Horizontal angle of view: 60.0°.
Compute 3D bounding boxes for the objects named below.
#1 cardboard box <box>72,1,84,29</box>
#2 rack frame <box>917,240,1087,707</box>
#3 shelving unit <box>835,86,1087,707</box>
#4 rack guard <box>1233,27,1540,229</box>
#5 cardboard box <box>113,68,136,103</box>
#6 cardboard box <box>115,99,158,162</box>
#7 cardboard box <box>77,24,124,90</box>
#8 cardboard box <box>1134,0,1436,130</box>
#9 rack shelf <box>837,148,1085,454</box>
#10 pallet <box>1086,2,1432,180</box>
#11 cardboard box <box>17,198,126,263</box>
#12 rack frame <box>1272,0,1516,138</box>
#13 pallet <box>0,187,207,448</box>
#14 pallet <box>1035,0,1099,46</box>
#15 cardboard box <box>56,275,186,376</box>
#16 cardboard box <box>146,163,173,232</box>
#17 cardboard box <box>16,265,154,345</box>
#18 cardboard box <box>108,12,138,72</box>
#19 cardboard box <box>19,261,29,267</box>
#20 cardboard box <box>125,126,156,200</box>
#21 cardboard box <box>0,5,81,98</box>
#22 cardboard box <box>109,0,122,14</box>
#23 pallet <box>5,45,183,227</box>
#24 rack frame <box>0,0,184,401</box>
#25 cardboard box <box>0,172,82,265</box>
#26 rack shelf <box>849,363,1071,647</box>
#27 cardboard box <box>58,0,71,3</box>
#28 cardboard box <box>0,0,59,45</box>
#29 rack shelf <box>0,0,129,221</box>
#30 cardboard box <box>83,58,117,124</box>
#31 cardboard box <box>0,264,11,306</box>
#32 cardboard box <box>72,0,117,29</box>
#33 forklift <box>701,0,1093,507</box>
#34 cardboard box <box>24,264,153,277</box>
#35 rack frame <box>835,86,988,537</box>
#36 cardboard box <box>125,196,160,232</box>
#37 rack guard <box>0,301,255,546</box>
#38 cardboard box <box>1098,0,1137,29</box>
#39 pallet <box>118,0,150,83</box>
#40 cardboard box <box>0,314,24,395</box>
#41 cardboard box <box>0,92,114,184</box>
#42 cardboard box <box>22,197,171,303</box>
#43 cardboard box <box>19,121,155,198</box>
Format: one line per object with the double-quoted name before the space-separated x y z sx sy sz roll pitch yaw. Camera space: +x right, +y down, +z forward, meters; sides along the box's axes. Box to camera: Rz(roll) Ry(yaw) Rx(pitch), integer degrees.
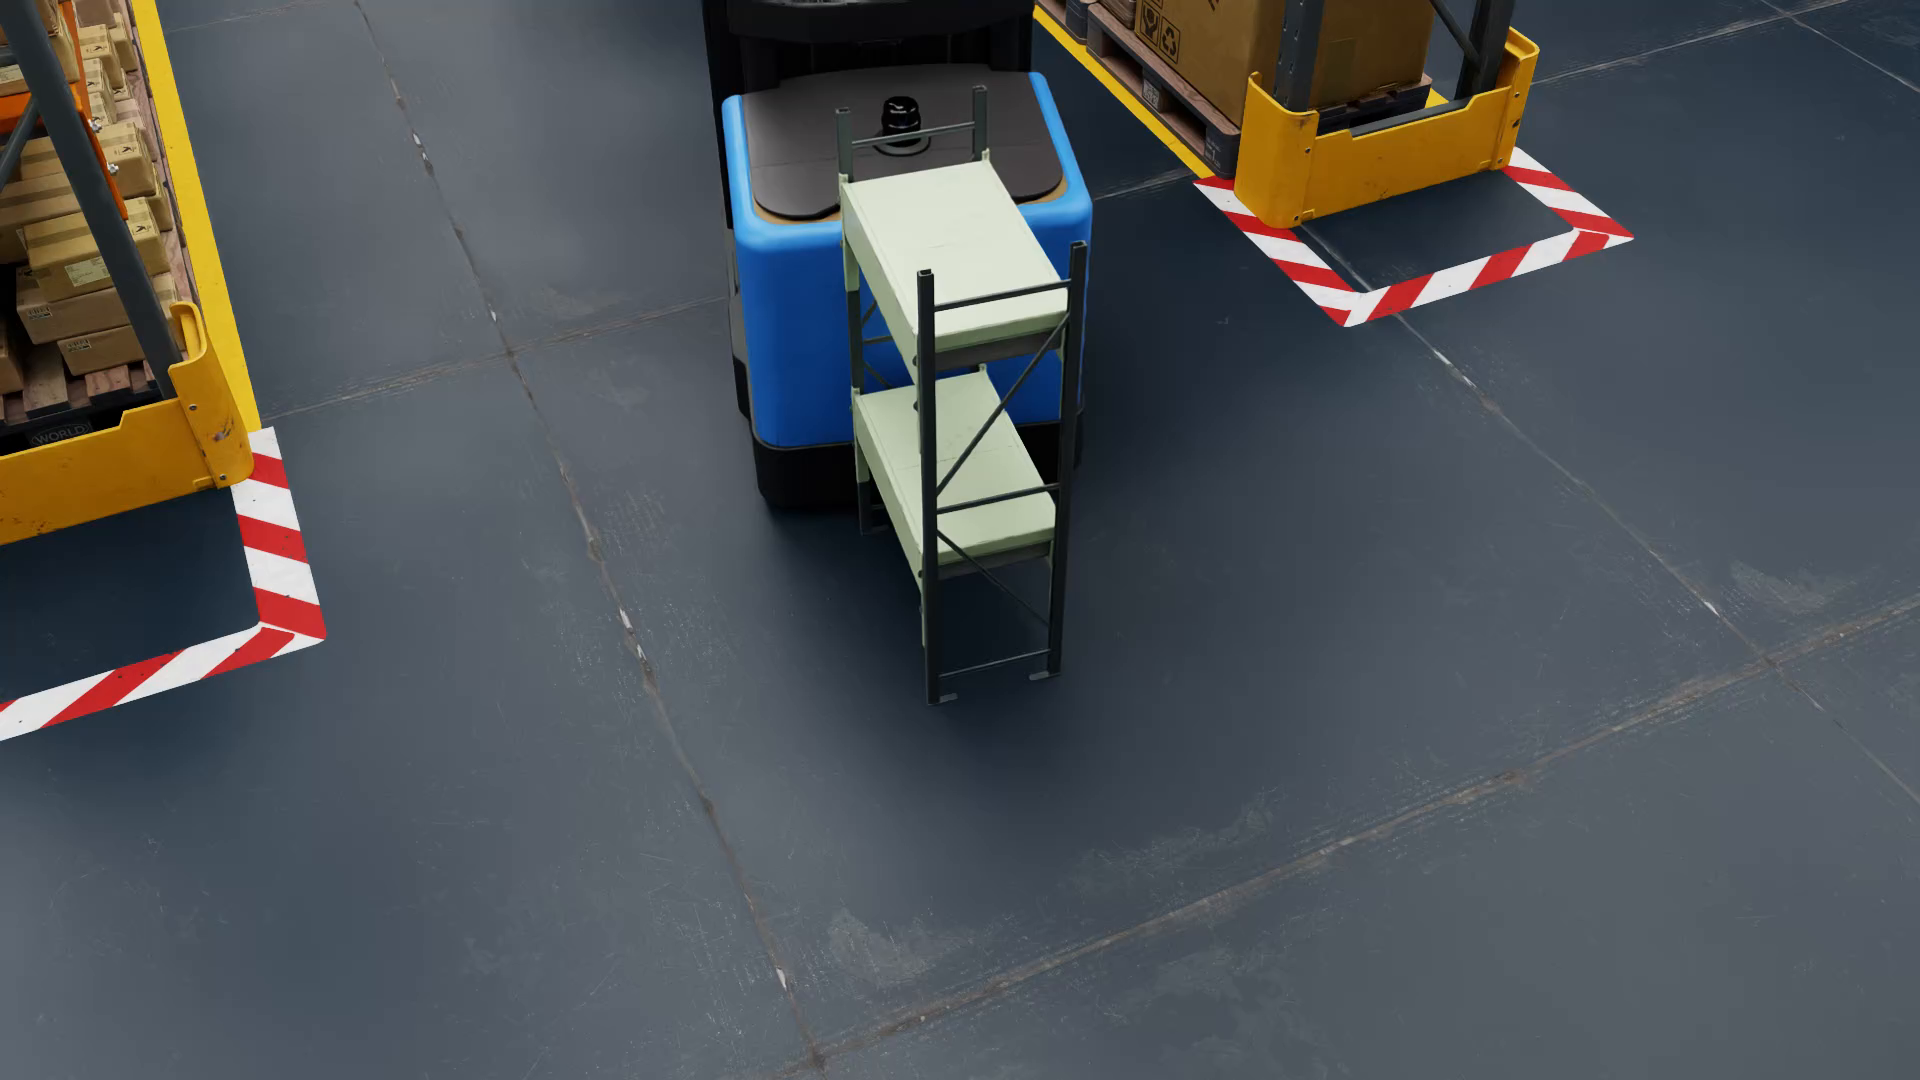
"cardboard box" -3.553 -1.905 6.352 0.380 0.149 0.250 -18 47 -17
"rack frame" 0.097 -0.104 4.287 0.400 1.500 0.023 -12 46 -12
"shelving unit" -0.013 -0.349 4.536 0.431 1.500 0.755 -12 46 -12
"rack guard" 1.676 -1.655 6.571 1.175 0.500 0.348 -18 47 -17
"cardboard box" -3.469 -1.704 6.572 0.380 0.149 0.250 -18 47 -17
"cardboard box" -3.329 -1.535 6.401 0.380 0.149 0.250 -20 48 -19
"cardboard box" -3.360 -1.773 6.218 0.380 0.149 0.250 -17 47 -17
"cardboard box" 1.324 -2.337 6.697 0.875 0.875 0.875 -18 47 -17
"rack shelf" -0.013 -0.627 4.262 0.431 0.370 0.720 -12 46 -12
"pallet" 1.259 -2.054 7.181 1.003 0.211 1.213 -18 47 -17
"cardboard box" -3.111 -1.131 5.779 0.380 0.149 0.250 -17 47 -17
"rack frame" 1.666 -2.560 5.709 1.000 3.000 0.127 -18 47 -17
"pallet" -3.218 -0.743 5.853 1.003 0.211 1.213 -18 47 -17
"pallet" 0.750 -2.830 7.968 1.003 0.211 1.213 -18 47 -17
"cardboard box" -2.806 -0.722 5.577 0.380 0.149 0.250 -17 47 -17
"cardboard box" -3.110 -1.217 6.078 0.380 0.149 0.250 -17 47 -17
"cardboard box" -2.864 -0.810 5.454 0.380 0.149 0.250 -16 47 -16
"cardboard box" -3.649 -2.034 6.907 0.380 0.149 0.250 -18 47 -17
"cardboard box" -3.101 -1.021 5.880 0.380 0.149 0.250 -18 47 -17
"cardboard box" -3.121 -1.326 5.977 0.380 0.149 0.250 -17 47 -16
"cardboard box" -2.715 -1.373 4.685 0.380 0.149 0.250 -18 48 -18
"cardboard box" -3.881 -2.354 7.231 0.380 0.149 0.250 -20 48 -19
"pallet" -3.727 -1.520 6.640 1.003 0.211 1.213 -18 47 -17
"rack frame" -2.877 -1.159 4.289 1.000 3.000 0.127 -18 47 -17
"cardboard box" -3.014 -1.080 5.516 0.380 0.149 0.250 -17 47 -17
"rack shelf" -0.013 -0.117 4.765 0.431 0.370 0.720 -12 46 -12
"cardboard box" -2.925 -1.710 5.027 0.380 0.149 0.250 -19 48 -19
"cardboard box" -2.815 -1.668 4.522 0.500 0.500 0.500 -16 47 -16
"rack shelf" -3.718 -2.178 5.834 1.077 0.370 4.000 -18 47 -17
"cardboard box" -3.291 -1.592 6.035 0.380 0.149 0.250 -16 47 -16
"cardboard box" -3.520 -0.896 5.753 0.380 0.149 0.250 -18 47 -18
"cardboard box" -3.558 -2.095 6.545 0.380 0.149 0.250 -20 48 -19
"forklift" -0.340 -2.194 5.387 1.130 2.935 3.031 -6 45 -6
"cardboard box" -2.991 -0.865 5.722 0.380 0.149 0.250 -18 47 -18
"rack frame" -0.123 -0.594 4.784 0.400 1.500 0.023 -12 46 -12
"cardboard box" -2.928 -1.001 5.648 0.380 0.149 0.250 -18 47 -18
"rack guard" -2.909 -0.318 5.216 1.175 0.500 0.348 -18 47 -17
"cardboard box" 0.942 -2.917 7.284 0.875 0.875 0.875 -18 47 -17
"pallet" -4.244 -2.298 7.429 1.003 0.211 1.213 -18 47 -17
"cardboard box" -3.287 -0.568 5.421 0.380 0.149 0.250 -17 47 -17
"cardboard box" -3.183 -1.412 5.853 0.380 0.149 0.250 -20 48 -19
"cardboard box" -2.789 -0.940 5.374 0.380 0.149 0.250 -20 48 -19
"cardboard box" -3.003 -1.279 5.717 0.380 0.149 0.250 -18 47 -18
